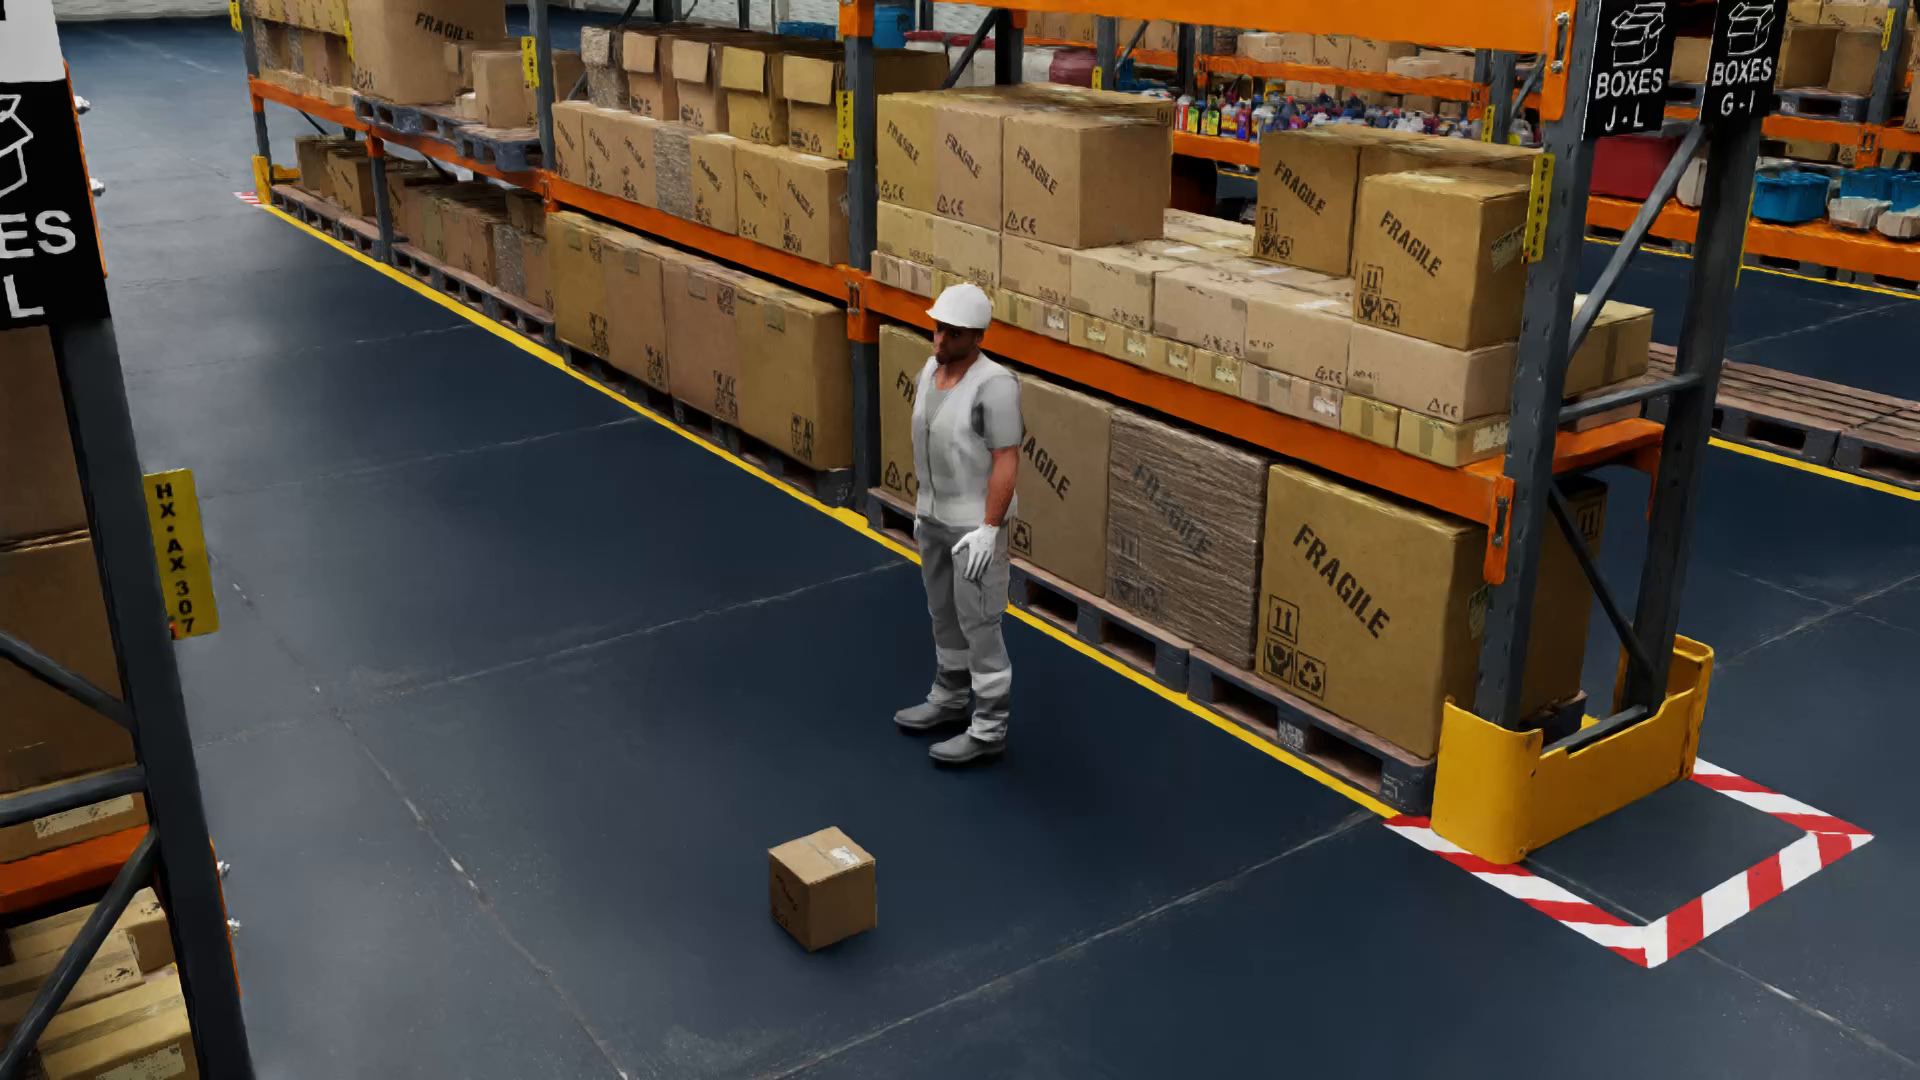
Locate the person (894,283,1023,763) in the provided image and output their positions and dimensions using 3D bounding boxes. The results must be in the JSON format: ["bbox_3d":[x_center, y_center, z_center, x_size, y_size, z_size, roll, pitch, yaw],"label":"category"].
[{"bbox_3d":[-0.007,-0.058,6.131,0.385,1.795,0.577,-15,26,-34],"label":"person"}]
